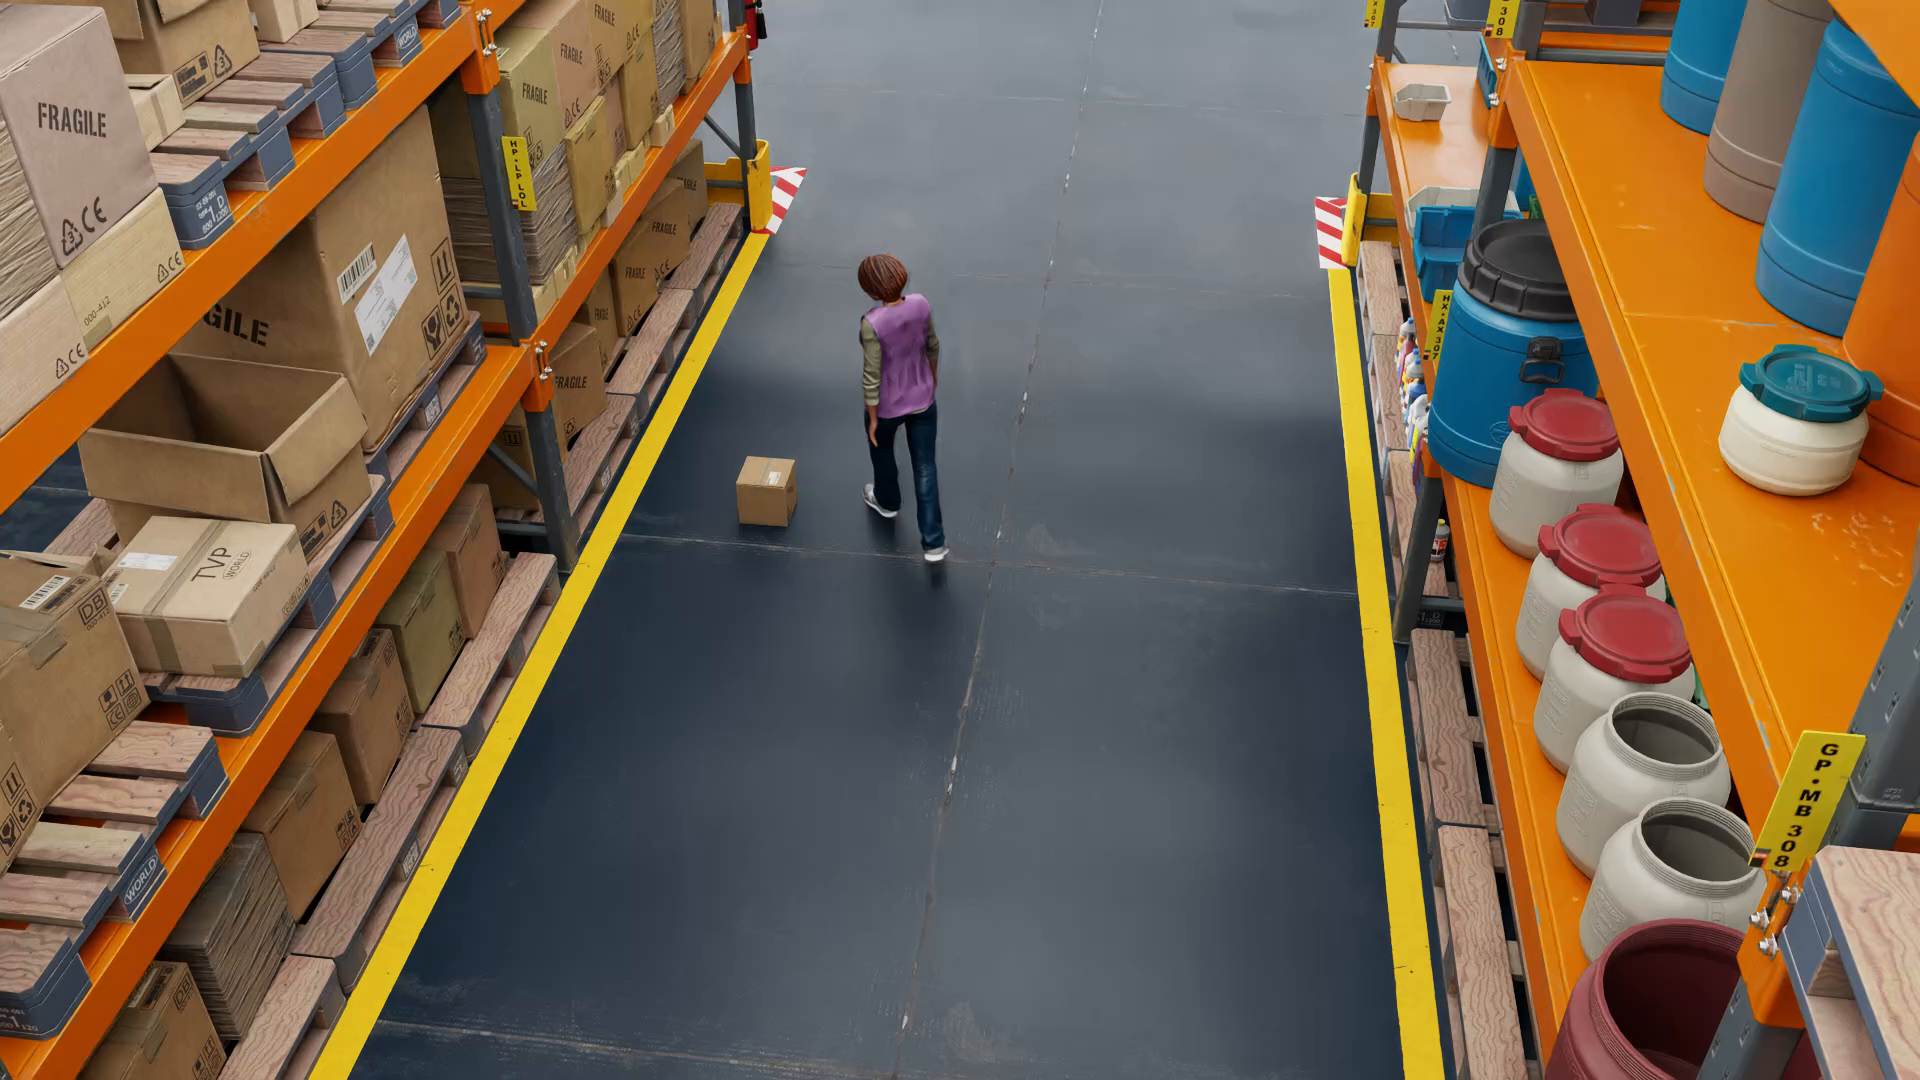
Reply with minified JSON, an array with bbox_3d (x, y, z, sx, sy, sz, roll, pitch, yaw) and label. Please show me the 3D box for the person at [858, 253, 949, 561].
[{"bbox_3d":[-0.263,-0.662,7.940,0.482,1.552,0.827,-15,39,-20],"label":"person"}]
